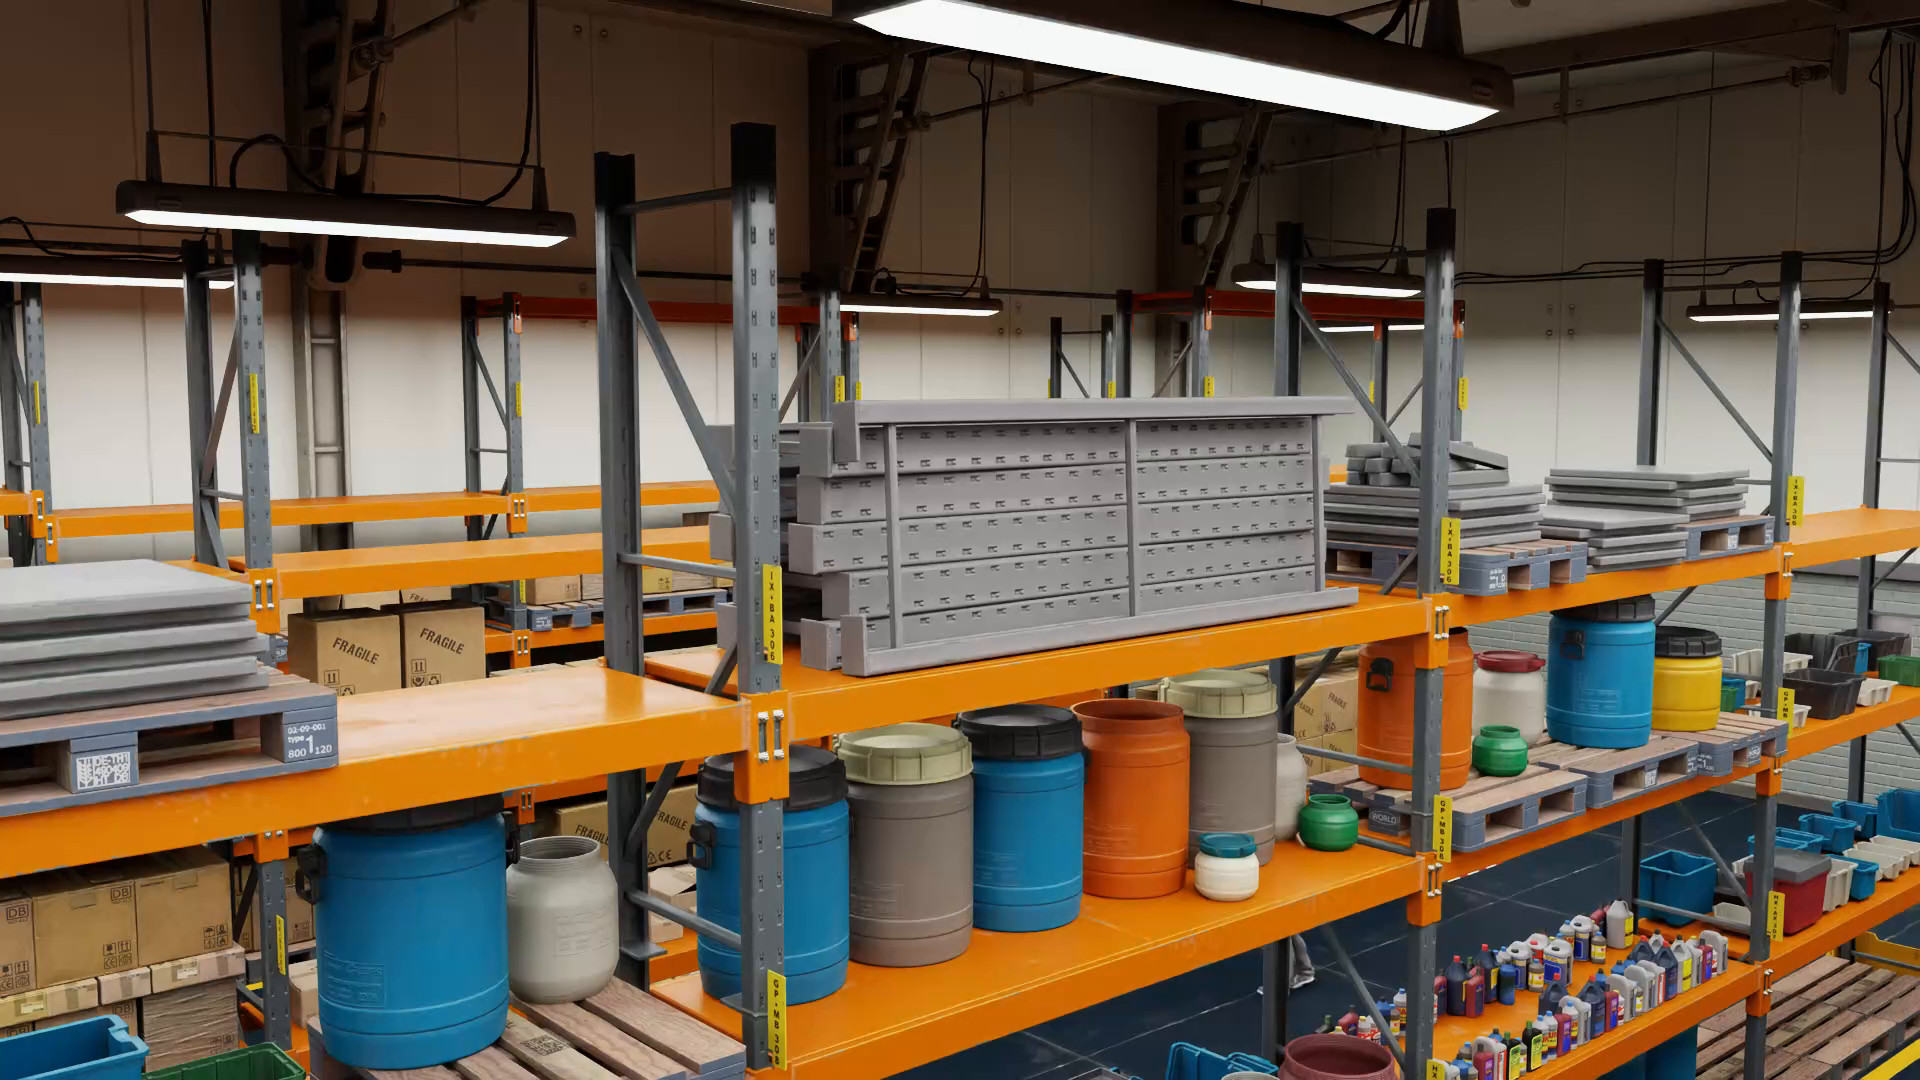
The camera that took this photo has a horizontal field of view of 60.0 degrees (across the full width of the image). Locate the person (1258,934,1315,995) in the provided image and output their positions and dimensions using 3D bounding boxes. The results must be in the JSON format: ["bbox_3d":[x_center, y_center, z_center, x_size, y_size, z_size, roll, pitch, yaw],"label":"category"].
[{"bbox_3d":[2.780,3.052,14.096,0.467,1.604,0.444,1,6,14],"label":"person"}]
